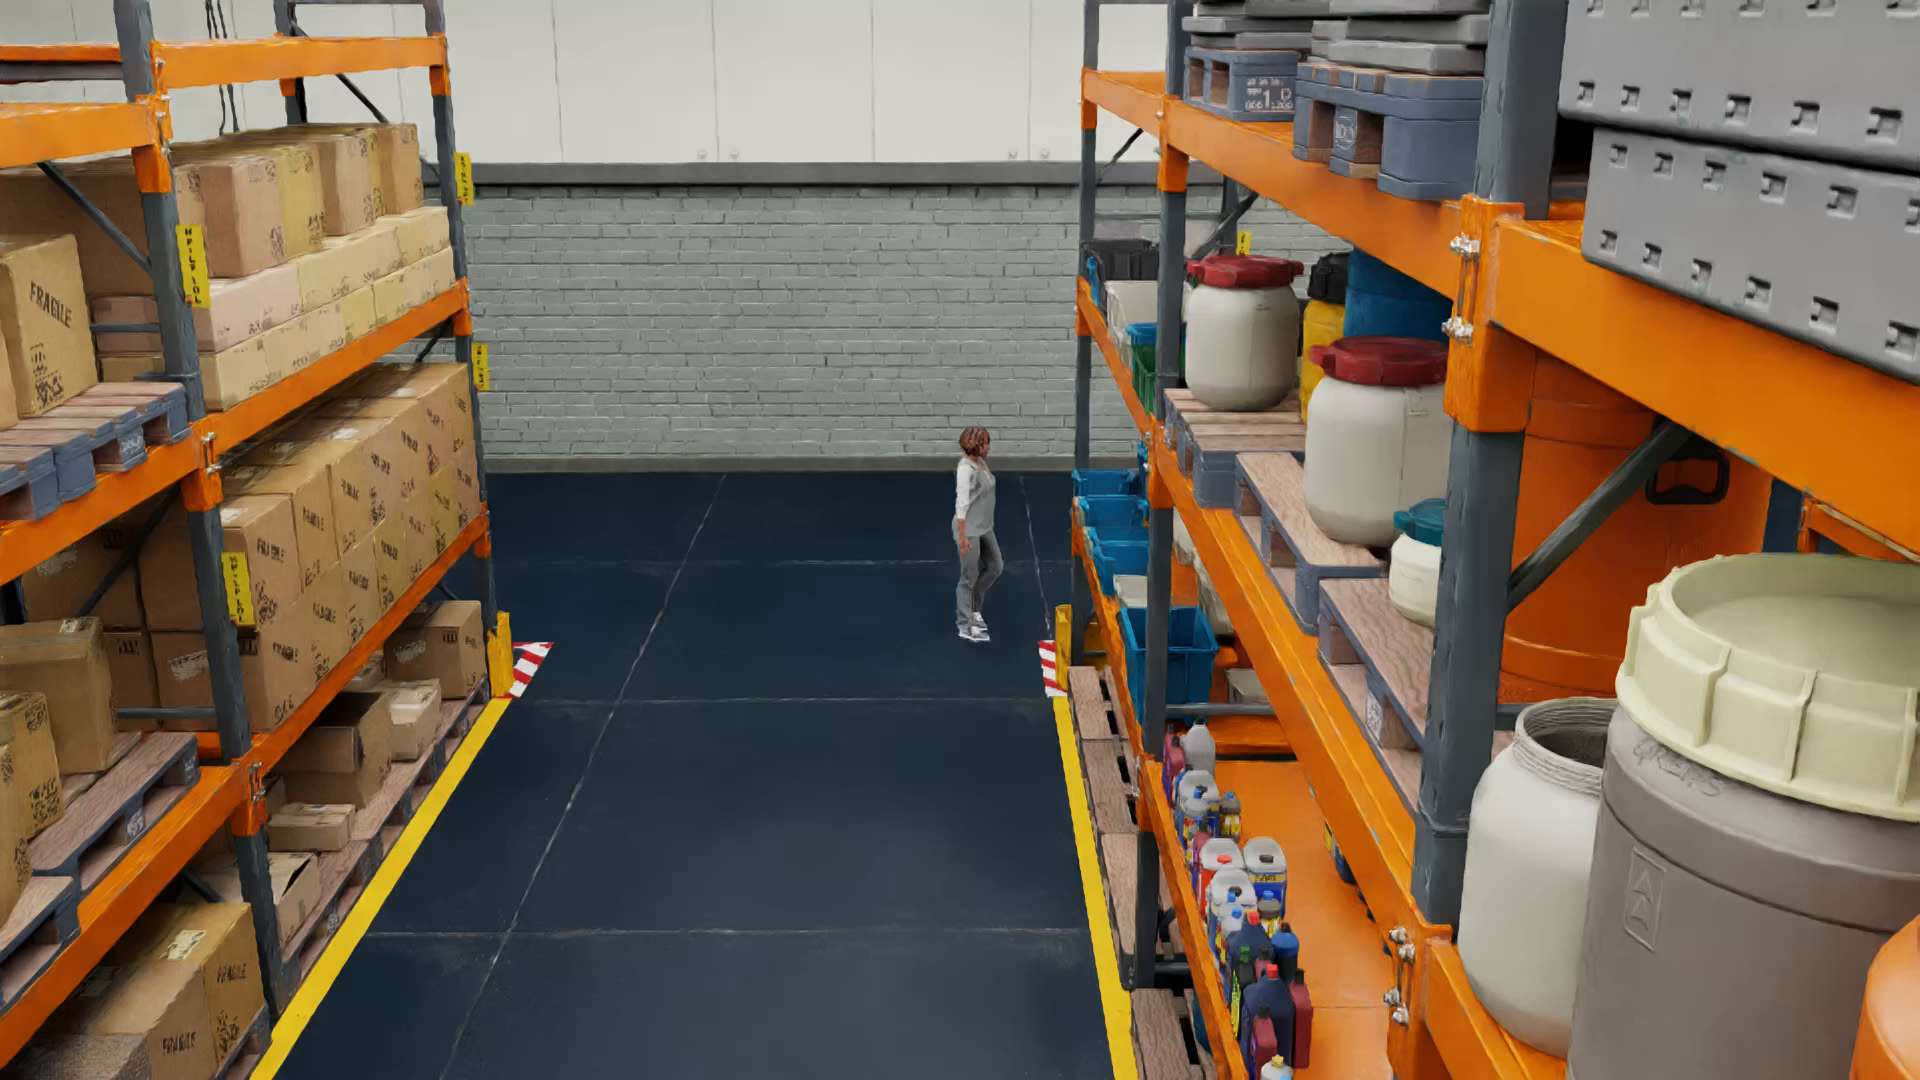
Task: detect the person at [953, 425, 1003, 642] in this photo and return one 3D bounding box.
[{"bbox_3d":[0.100,-0.053,12.205,0.347,1.597,0.451,7,19,21],"label":"person"}]
